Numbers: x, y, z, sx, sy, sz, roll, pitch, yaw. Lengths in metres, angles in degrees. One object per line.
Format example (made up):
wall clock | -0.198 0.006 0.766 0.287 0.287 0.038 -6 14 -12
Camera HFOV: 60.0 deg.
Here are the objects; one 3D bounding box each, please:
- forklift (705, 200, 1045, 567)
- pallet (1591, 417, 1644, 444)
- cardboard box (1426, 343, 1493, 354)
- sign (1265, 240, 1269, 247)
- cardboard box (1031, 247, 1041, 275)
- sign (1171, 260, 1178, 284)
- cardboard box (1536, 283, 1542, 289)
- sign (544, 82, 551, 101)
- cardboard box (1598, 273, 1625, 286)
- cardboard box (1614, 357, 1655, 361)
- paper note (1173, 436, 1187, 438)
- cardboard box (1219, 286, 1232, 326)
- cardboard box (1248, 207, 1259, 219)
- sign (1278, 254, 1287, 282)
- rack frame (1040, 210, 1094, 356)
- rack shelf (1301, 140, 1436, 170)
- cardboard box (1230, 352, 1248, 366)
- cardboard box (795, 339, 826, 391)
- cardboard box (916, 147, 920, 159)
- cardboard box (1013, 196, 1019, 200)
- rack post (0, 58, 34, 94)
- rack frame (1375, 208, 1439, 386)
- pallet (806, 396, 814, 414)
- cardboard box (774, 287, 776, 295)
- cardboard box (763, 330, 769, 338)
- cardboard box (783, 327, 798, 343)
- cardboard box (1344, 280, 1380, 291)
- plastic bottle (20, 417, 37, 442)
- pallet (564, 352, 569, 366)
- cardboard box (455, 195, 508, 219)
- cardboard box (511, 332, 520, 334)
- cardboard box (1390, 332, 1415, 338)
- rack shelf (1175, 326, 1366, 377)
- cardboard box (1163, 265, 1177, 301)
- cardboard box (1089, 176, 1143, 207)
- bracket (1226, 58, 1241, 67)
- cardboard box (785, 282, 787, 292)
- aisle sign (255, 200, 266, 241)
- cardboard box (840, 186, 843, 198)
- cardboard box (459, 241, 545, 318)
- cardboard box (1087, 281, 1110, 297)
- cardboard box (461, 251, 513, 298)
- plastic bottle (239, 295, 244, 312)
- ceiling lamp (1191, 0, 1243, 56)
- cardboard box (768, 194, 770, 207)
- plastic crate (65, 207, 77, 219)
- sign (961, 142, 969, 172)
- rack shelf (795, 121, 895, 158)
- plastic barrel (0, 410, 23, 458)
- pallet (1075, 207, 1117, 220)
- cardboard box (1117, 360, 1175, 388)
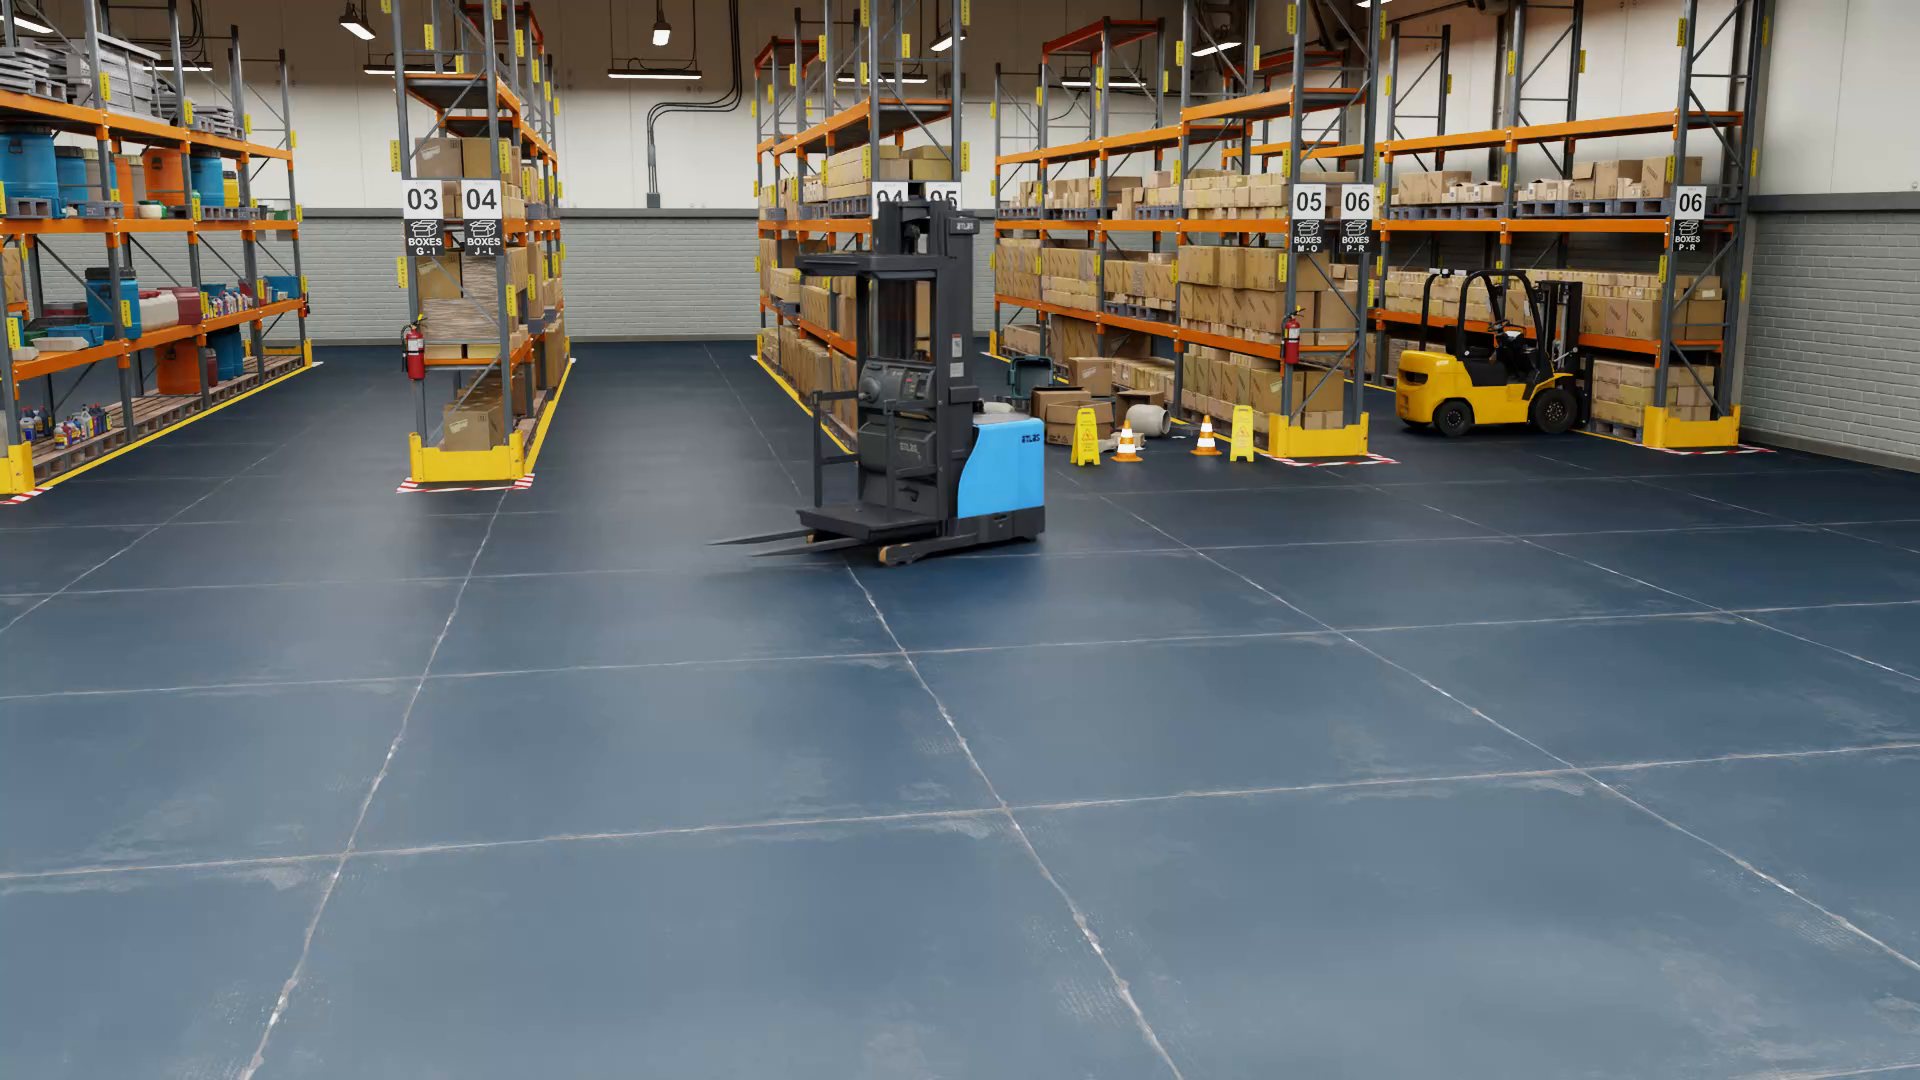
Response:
forklift | -0.691 -1.333 13.860 3.031 2.935 1.130 -9 14 -40
pallet | 9.025 -1.447 21.735 1.003 0.211 1.213 -2 11 -11
cardboard box | 8.032 -2.827 26.756 0.875 0.625 0.625 -3 11 -13
sign | 6.651 -6.353 36.112 0.100 0.325 0.005 -2 11 -11
cardboard box | 1.650 -5.315 31.655 0.500 0.500 0.500 -2 11 -11
sign | 3.025 -3.779 23.430 0.100 0.325 0.005 -2 11 -11
cardboard box | 8.346 -3.569 23.425 0.380 0.149 0.250 -2 11 -10
sign | -7.179 -7.804 28.922 0.100 0.325 0.005 -2 11 -11
cardboard box | 8.647 -3.433 21.915 0.380 0.149 0.250 -2 11 -10
cardboard box | 9.119 -2.304 22.333 0.500 0.250 0.500 -2 11 -11
paper note | 2.862 -1.348 21.695 0.142 0.019 0.148 -6 13 -31
cardboard box | 3.704 -3.059 21.684 0.500 0.500 0.500 -2 11 -10
cardboard box | 3.825 -4.090 20.810 0.380 0.149 0.250 -2 11 -11
sign | 3.798 -3.205 19.568 0.100 0.325 0.005 -2 11 -11
rack frame | 2.012 -4.698 31.356 1.000 3.000 0.127 -2 11 -11
rack shelf | 7.269 -6.909 29.925 1.077 0.370 4.000 -2 11 -11
cardboard box | 3.702 -2.337 21.440 0.380 0.149 0.250 -2 11 -9
cardboard box | -2.015 -2.752 26.026 1.050 0.750 0.750 -2 11 -12
cardboard box | -0.290 -4.414 18.994 0.380 0.149 0.250 -2 11 -11
cardboard box | 1.410 -7.007 34.479 0.500 0.250 0.500 -3 11 -16
rack post | -10.255 -4.801 17.192 0.937 0.300 0.954 -1 11 -5
rack frame | 7.658 -4.145 28.454 1.000 3.000 0.127 -2 11 -11
pallet | -1.732 -2.025 24.772 1.003 0.211 1.213 -2 11 -11
cardboard box | -3.046 -4.350 29.080 0.380 0.149 0.250 -2 11 -10
cardboard box | -3.738 -4.125 33.260 0.380 0.149 0.250 -2 11 -11
cardboard box | -2.833 -3.603 29.162 0.500 0.250 0.500 -2 11 -9
cardboard box | 7.136 -4.460 29.383 0.500 0.250 0.500 -3 11 -14
plastic bottle | -11.001 -1.302 19.625 0.152 0.276 0.135 -2 11 -11
pallet | -8.254 -3.557 32.822 1.003 0.211 1.213 -2 11 -11
cardboard box | -5.215 -3.634 18.147 0.500 0.250 0.500 -2 11 -9
cardboard box | -5.545 -2.442 20.178 0.380 0.149 0.250 -2 11 -11
cardboard box | 7.837 -3.599 29.411 0.380 0.149 0.250 -2 11 -9
rack shelf | 3.957 -2.510 21.787 1.077 0.370 4.000 -2 11 -11
cardboard box | 3.253 -3.709 23.972 0.500 0.500 0.500 -2 11 -12
cardboard box | 2.569 -5.758 27.507 0.797 0.503 0.637 -3 11 -15
bracket | 6.195 -10.766 37.568 0.235 0.232 0.430 -2 11 -11
cardboard box | -2.642 -4.118 27.061 0.380 0.149 0.250 -2 11 -9
aisle sign | -13.650 -6.170 32.140 0.394 0.787 0.004 -2 11 -11
cardboard box | -1.281 -4.325 20.656 0.380 0.149 0.250 -2 11 -11
cardboard box | -6.170 -3.522 22.451 1.000 1.000 1.000 -2 11 -11
cardboard box | 2.447 -4.216 27.887 0.500 0.250 0.500 -2 11 -11
cardboard box | -5.214 -2.934 18.351 0.500 0.500 0.500 -2 11 -11
plastic bottle | -12.102 -3.969 27.858 0.152 0.276 0.135 -2 11 -11
ceiling lamp | 4.888 -10.460 29.974 0.800 3.185 2.000 -2 11 -11
cardboard box | -3.358 -6.411 31.401 0.500 0.250 0.500 -2 11 -9
plastic crate | -10.302 -3.754 19.082 0.243 0.136 0.396 -2 11 -11
sign | 0.056 -4.259 18.481 0.100 0.325 0.005 -2 11 -11
rack shelf | -1.657 -5.796 24.075 1.077 0.370 4.000 -2 11 -11
plastic barrel | -10.533 -1.150 18.249 0.421 0.512 0.421 0 11 0
pallet | 2.613 -5.461 27.849 1.213 0.211 1.003 -2 11 -8
cardboard box | 3.042 -2.641 26.452 0.950 0.372 0.625 -2 11 -12
